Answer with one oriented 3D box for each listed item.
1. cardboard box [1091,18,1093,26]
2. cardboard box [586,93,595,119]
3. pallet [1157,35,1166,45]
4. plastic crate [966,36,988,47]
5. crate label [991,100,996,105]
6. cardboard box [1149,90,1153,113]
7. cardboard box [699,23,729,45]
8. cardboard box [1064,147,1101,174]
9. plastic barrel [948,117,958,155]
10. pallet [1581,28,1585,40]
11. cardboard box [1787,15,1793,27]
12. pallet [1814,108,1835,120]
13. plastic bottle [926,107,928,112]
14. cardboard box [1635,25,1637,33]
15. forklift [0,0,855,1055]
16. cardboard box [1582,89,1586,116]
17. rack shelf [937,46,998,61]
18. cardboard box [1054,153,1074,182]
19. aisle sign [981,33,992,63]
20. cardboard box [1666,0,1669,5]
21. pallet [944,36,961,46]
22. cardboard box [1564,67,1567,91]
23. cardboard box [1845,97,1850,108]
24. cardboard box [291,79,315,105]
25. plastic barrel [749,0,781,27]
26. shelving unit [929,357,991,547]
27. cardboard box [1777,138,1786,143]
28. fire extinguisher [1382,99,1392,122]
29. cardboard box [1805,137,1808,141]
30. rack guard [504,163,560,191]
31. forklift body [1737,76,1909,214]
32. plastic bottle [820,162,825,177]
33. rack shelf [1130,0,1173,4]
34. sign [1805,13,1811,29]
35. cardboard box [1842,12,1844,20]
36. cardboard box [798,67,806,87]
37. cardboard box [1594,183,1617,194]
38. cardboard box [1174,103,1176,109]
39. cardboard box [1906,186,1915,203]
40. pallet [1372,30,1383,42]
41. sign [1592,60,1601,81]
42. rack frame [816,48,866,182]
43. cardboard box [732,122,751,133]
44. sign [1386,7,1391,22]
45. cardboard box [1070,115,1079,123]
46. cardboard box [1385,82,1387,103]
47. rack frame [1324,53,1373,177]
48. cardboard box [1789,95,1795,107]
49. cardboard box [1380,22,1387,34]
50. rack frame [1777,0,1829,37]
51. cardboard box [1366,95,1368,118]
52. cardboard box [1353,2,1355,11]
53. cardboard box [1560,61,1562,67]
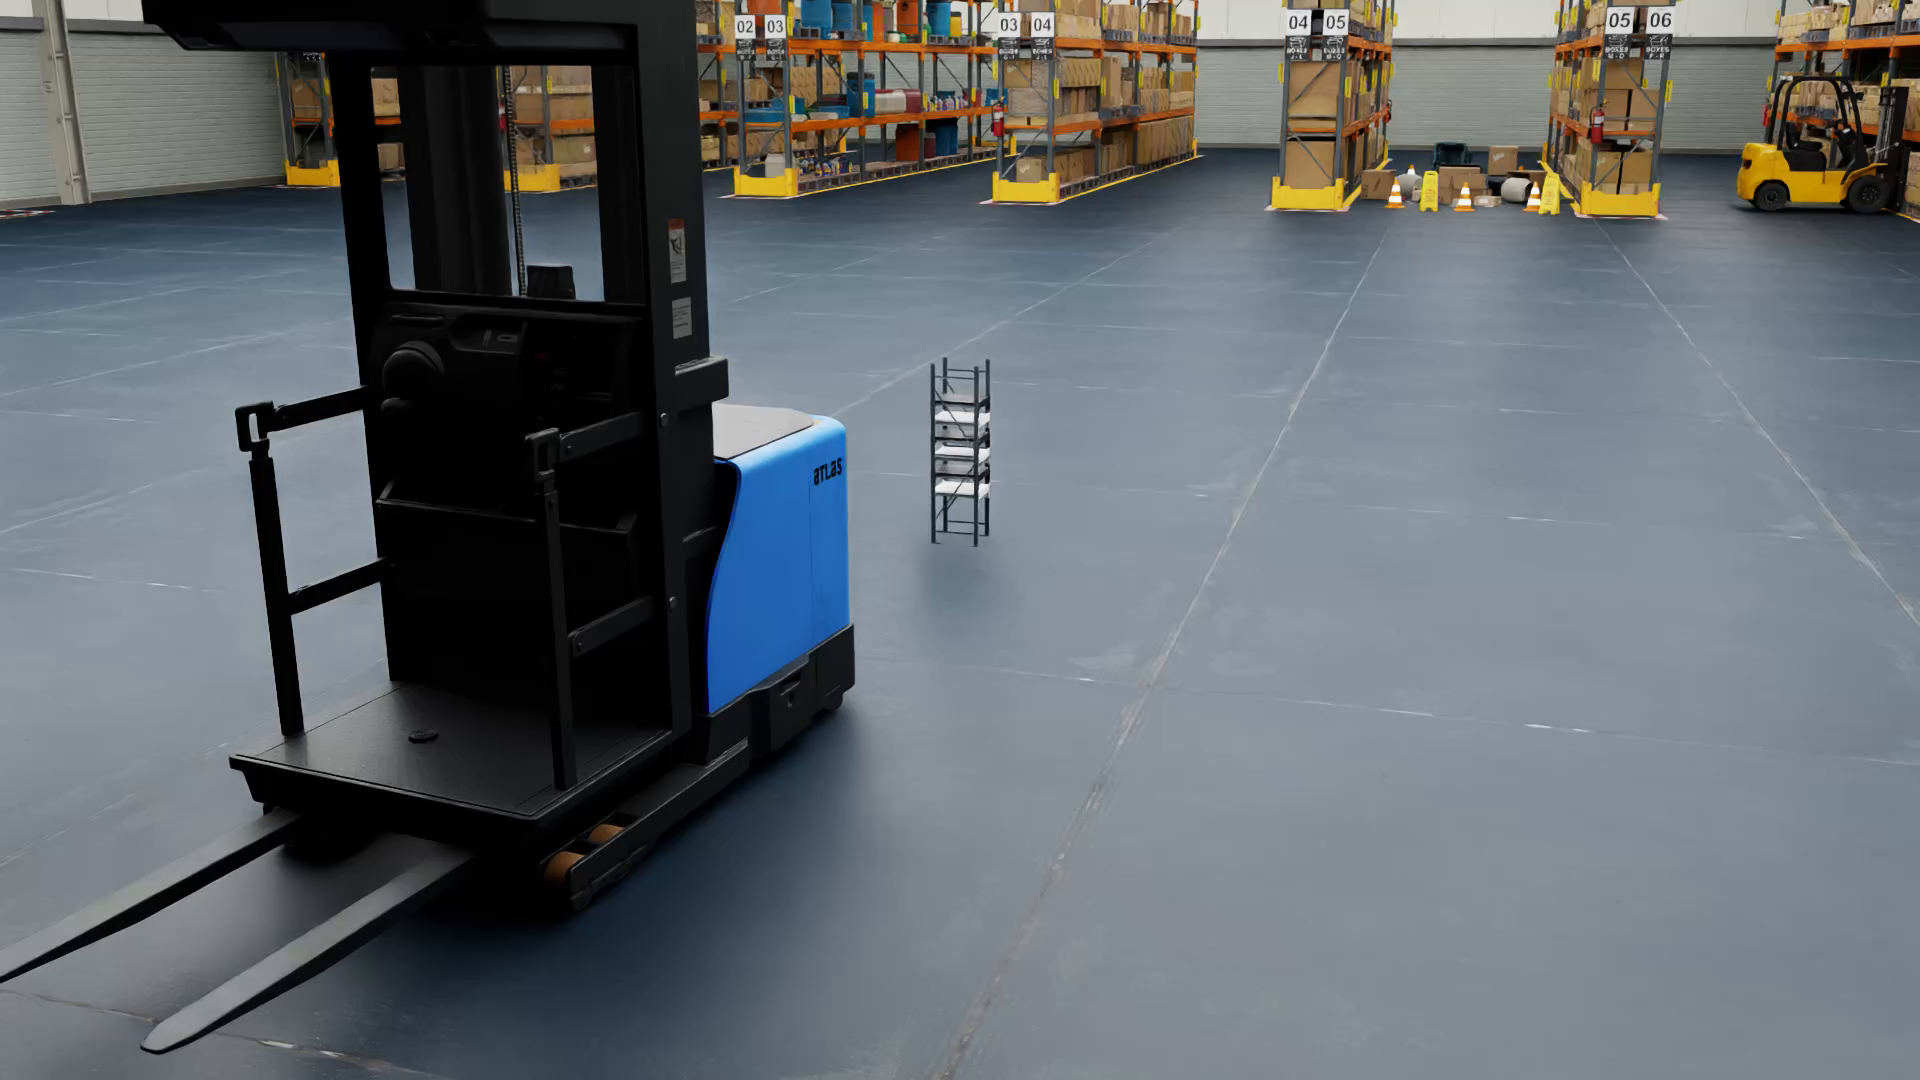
[{"bbox_3d":[2.325,-9.848,31.599,0.380,0.149,0.250,4,16,13],"label":"cardboard box"},{"bbox_3d":[-7.760,-8.825,33.762,0.700,0.500,0.500,5,17,18],"label":"cardboard box"},{"bbox_3d":[4.352,-11.728,39.035,0.805,0.209,1.217,4,16,14],"label":"pallet"},{"bbox_3d":[0.432,-12.689,42.310,0.497,0.269,0.590,5,16,16],"label":"plastic crate"},{"bbox_3d":[0.743,-11.576,44.020,0.396,0.136,0.243,5,16,16],"label":"crate label"},{"bbox_3d":[4.114,-9.998,37.897,0.500,0.500,0.500,4,16,15],"label":"cardboard box"},{"bbox_3d":[-5.977,-11.951,39.288,0.910,0.500,0.500,5,16,16],"label":"cardboard box"},{"bbox_3d":[2.487,-7.696,33.739,0.700,0.500,0.500,3,16,12],"label":"cardboard box"},{"bbox_3d":[-0.354,-10.056,41.363,0.600,0.901,0.708,5,16,16],"label":"plastic barrel"},{"bbox_3d":[12.363,-9.537,31.303,1.213,0.211,1.003,5,16,16],"label":"pallet"},{"bbox_3d":[19.304,-11.909,38.134,0.500,0.250,0.500,4,16,15],"label":"cardboard box"},{"bbox_3d":[17.815,-8.512,33.195,1.213,0.211,1.003,5,16,16],"label":"pallet"},{"bbox_3d":[-0.801,-10.005,38.469,0.097,0.201,0.097,0,16,0],"label":"plastic bottle"},{"bbox_3d":[11.206,-8.306,27.078,0.380,0.149,0.250,5,16,16],"label":"cardboard box"},{"bbox_3d":[-1.440,-0.501,4.723,1.130,2.935,3.031,7,17,22],"label":"forklift"},{"bbox_3d":[11.281,-7.724,29.335,0.500,0.500,0.500,5,16,16],"label":"cardboard box"},{"bbox_3d":[0.385,-12.625,43.165,1.077,0.370,4.000,5,16,16],"label":"rack shelf"},{"bbox_3d":[1.883,-7.107,31.699,0.500,0.500,0.500,3,16,11],"label":"cardboard box"},{"bbox_3d":[0.689,-13.344,45.113,0.394,0.787,0.004,5,16,16],"label":"aisle sign"},{"bbox_3d":[11.282,-8.683,26.949,0.380,0.149,0.250,5,16,16],"label":"cardboard box"},{"bbox_3d":[-0.632,-11.847,39.451,1.003,0.211,1.213,5,16,16],"label":"pallet"},{"bbox_3d":[13.262,-9.887,35.673,0.500,0.500,0.500,4,16,15],"label":"cardboard box"},{"bbox_3d":[17.186,-8.362,31.673,0.500,0.250,0.500,5,17,18],"label":"cardboard box"},{"bbox_3d":[-13.162,-9.072,33.679,0.500,0.500,0.500,4,16,15],"label":"cardboard box"},{"bbox_3d":[-3.577,-9.854,30.520,0.600,0.830,0.708,5,16,16],"label":"plastic barrel"},{"bbox_3d":[0.002,-0.435,8.214,0.258,0.900,0.210,5,16,16],"label":"shelving unit"},{"bbox_3d":[19.172,-9.010,38.411,0.500,0.500,0.500,5,17,17],"label":"cardboard box"},{"bbox_3d":[10.943,-11.070,42.685,0.296,0.674,0.183,5,16,16],"label":"fire extinguisher"},{"bbox_3d":[18.465,-8.628,35.874,0.380,0.149,0.250,4,16,14],"label":"cardboard box"},{"bbox_3d":[-8.349,-7.042,32.239,1.175,0.500,0.348,5,16,16],"label":"rack guard"},{"bbox_3d":[14.206,-6.558,27.509,2.313,2.155,1.214,5,16,16],"label":"forklift body"},{"bbox_3d":[-2.698,-7.278,32.664,0.061,0.283,0.133,5,17,17],"label":"plastic bottle"},{"bbox_3d":[3.997,-12.445,37.766,1.077,0.370,4.000,5,16,16],"label":"rack shelf"},{"bbox_3d":[18.304,-11.200,35.875,0.100,0.325,0.005,5,16,16],"label":"sign"},{"bbox_3d":[17.707,-10.375,32.911,0.380,0.149,0.250,4,16,14],"label":"cardboard box"},{"bbox_3d":[-4.382,-12.156,43.672,0.500,0.500,0.500,4,16,14],"label":"cardboard box"},{"bbox_3d":[10.635,-5.831,27.658,0.500,0.250,0.500,5,16,16],"label":"cardboard box"},{"bbox_3d":[5.117,-10.689,40.979,0.380,0.149,0.250,5,17,18],"label":"cardboard box"},{"bbox_3d":[15.398,-5.485,26.439,0.500,0.250,0.500,5,16,16],"label":"cardboard box"},{"bbox_3d":[8.023,-10.343,34.146,1.213,0.211,1.003,5,17,18],"label":"pallet"},{"bbox_3d":[10.130,-7.470,26.468,0.100,0.325,0.005,5,16,16],"label":"sign"},{"bbox_3d":[-2.457,-8.912,34.252,1.000,3.000,0.127,5,16,16],"label":"rack frame"},{"bbox_3d":[-5.587,-10.390,41.866,0.500,0.250,0.500,5,16,16],"label":"cardboard box"},{"bbox_3d":[9.825,-12.049,38.146,0.100,0.325,0.005,5,16,16],"label":"sign"},{"bbox_3d":[1.984,-7.801,30.797,0.380,0.149,0.250,5,16,16],"label":"cardboard box"},{"bbox_3d":[10.262,-11.042,41.034,0.500,0.500,0.500,5,16,16],"label":"cardboard box"},{"bbox_3d":[8.155,-9.163,35.138,1.000,3.000,0.127,5,16,16],"label":"rack frame"},{"bbox_3d":[18.866,-9.824,37.196,0.500,0.250,0.500,5,16,16],"label":"cardboard box"},{"bbox_3d":[9.659,-11.928,38.749,0.500,0.250,0.500,5,17,18],"label":"cardboard box"},{"bbox_3d":[19.963,-13.401,39.085,1.000,3.000,0.127,5,16,16],"label":"rack frame"},{"bbox_3d":[7.999,-8.811,33.715,0.500,0.500,0.500,4,16,15],"label":"cardboard box"},{"bbox_3d":[6.408,-9.074,28.102,0.500,0.250,0.500,4,16,15],"label":"cardboard box"},{"bbox_3d":[14.328,-11.194,39.093,0.380,0.149,0.250,5,16,16],"label":"cardboard box"}]
